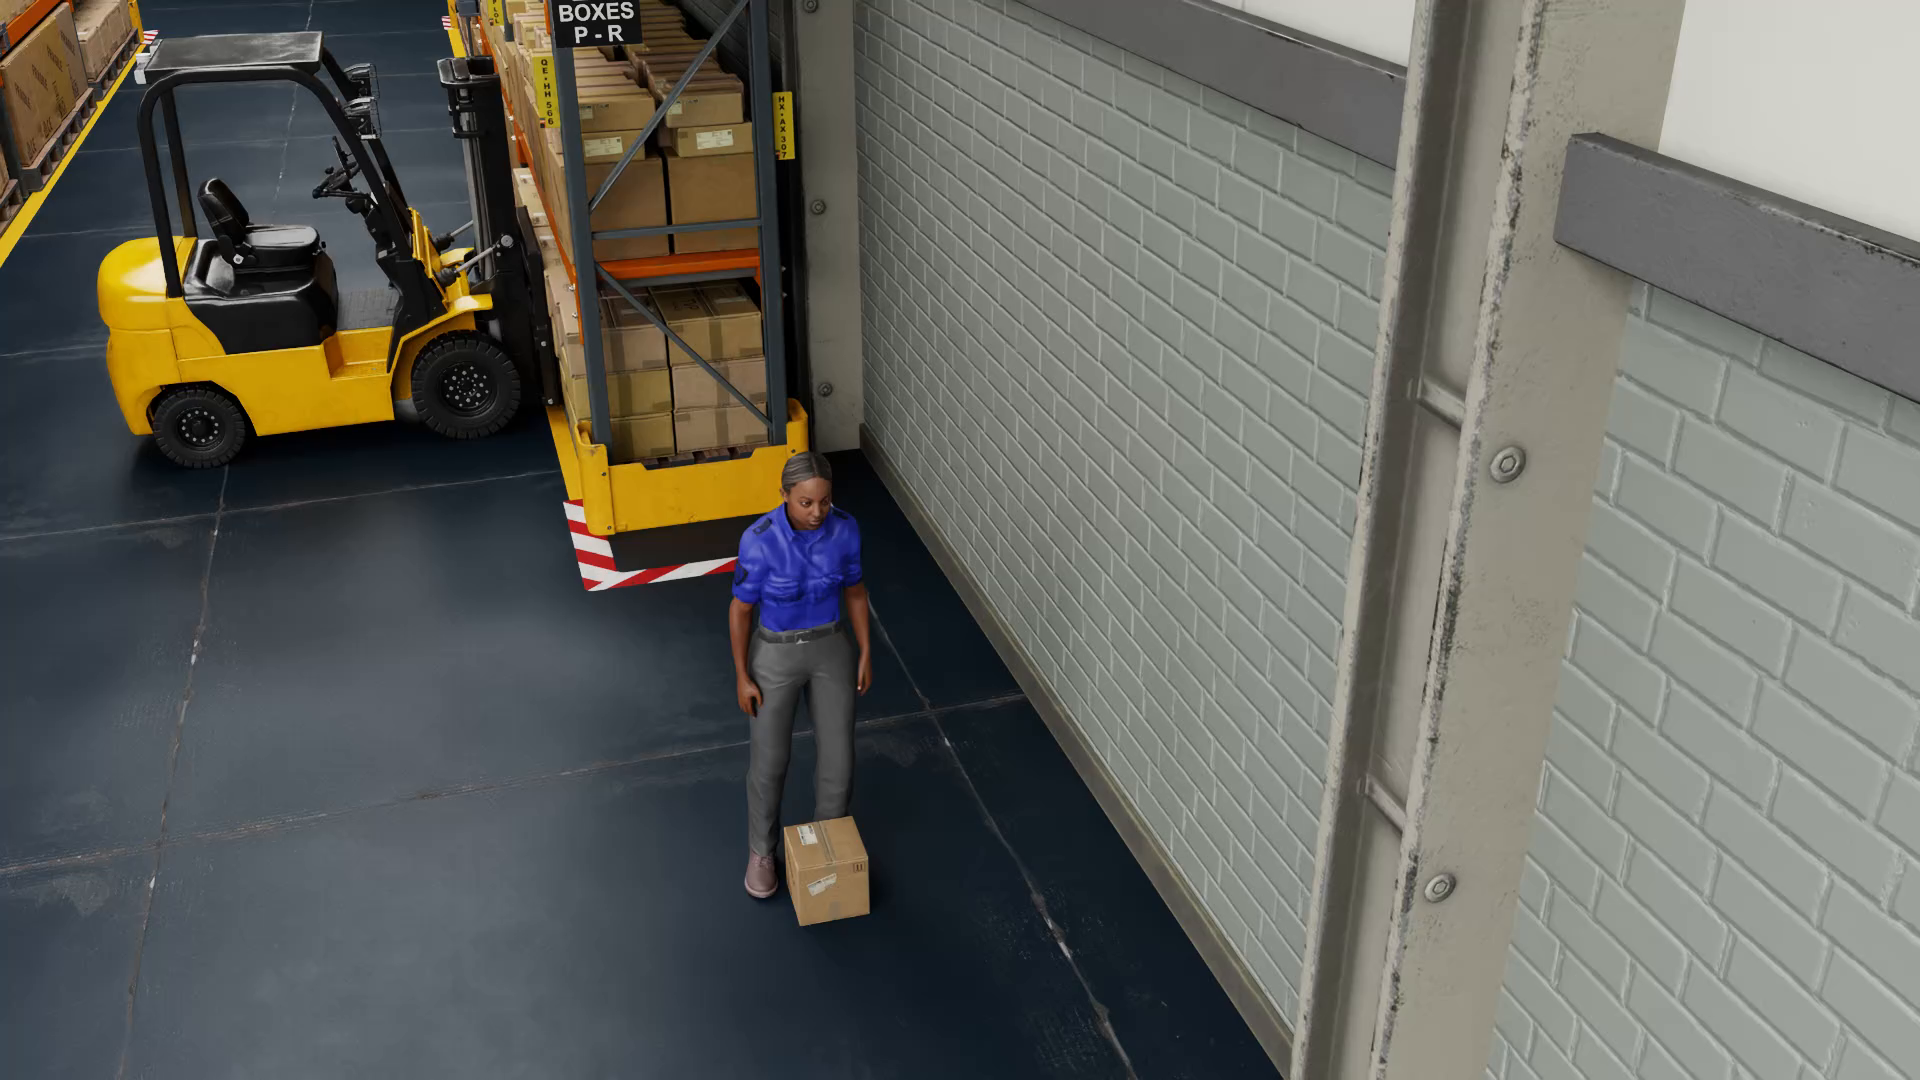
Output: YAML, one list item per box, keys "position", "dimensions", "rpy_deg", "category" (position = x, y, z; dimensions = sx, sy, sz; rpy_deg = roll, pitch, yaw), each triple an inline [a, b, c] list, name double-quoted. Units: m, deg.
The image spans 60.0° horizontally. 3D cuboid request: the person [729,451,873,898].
- position: [-0.541, 0.455, 5.724]
  dimensions: [0.529, 1.639, 0.403]
  rpy_deg: [-10, 28, -19]
  category: "person"
